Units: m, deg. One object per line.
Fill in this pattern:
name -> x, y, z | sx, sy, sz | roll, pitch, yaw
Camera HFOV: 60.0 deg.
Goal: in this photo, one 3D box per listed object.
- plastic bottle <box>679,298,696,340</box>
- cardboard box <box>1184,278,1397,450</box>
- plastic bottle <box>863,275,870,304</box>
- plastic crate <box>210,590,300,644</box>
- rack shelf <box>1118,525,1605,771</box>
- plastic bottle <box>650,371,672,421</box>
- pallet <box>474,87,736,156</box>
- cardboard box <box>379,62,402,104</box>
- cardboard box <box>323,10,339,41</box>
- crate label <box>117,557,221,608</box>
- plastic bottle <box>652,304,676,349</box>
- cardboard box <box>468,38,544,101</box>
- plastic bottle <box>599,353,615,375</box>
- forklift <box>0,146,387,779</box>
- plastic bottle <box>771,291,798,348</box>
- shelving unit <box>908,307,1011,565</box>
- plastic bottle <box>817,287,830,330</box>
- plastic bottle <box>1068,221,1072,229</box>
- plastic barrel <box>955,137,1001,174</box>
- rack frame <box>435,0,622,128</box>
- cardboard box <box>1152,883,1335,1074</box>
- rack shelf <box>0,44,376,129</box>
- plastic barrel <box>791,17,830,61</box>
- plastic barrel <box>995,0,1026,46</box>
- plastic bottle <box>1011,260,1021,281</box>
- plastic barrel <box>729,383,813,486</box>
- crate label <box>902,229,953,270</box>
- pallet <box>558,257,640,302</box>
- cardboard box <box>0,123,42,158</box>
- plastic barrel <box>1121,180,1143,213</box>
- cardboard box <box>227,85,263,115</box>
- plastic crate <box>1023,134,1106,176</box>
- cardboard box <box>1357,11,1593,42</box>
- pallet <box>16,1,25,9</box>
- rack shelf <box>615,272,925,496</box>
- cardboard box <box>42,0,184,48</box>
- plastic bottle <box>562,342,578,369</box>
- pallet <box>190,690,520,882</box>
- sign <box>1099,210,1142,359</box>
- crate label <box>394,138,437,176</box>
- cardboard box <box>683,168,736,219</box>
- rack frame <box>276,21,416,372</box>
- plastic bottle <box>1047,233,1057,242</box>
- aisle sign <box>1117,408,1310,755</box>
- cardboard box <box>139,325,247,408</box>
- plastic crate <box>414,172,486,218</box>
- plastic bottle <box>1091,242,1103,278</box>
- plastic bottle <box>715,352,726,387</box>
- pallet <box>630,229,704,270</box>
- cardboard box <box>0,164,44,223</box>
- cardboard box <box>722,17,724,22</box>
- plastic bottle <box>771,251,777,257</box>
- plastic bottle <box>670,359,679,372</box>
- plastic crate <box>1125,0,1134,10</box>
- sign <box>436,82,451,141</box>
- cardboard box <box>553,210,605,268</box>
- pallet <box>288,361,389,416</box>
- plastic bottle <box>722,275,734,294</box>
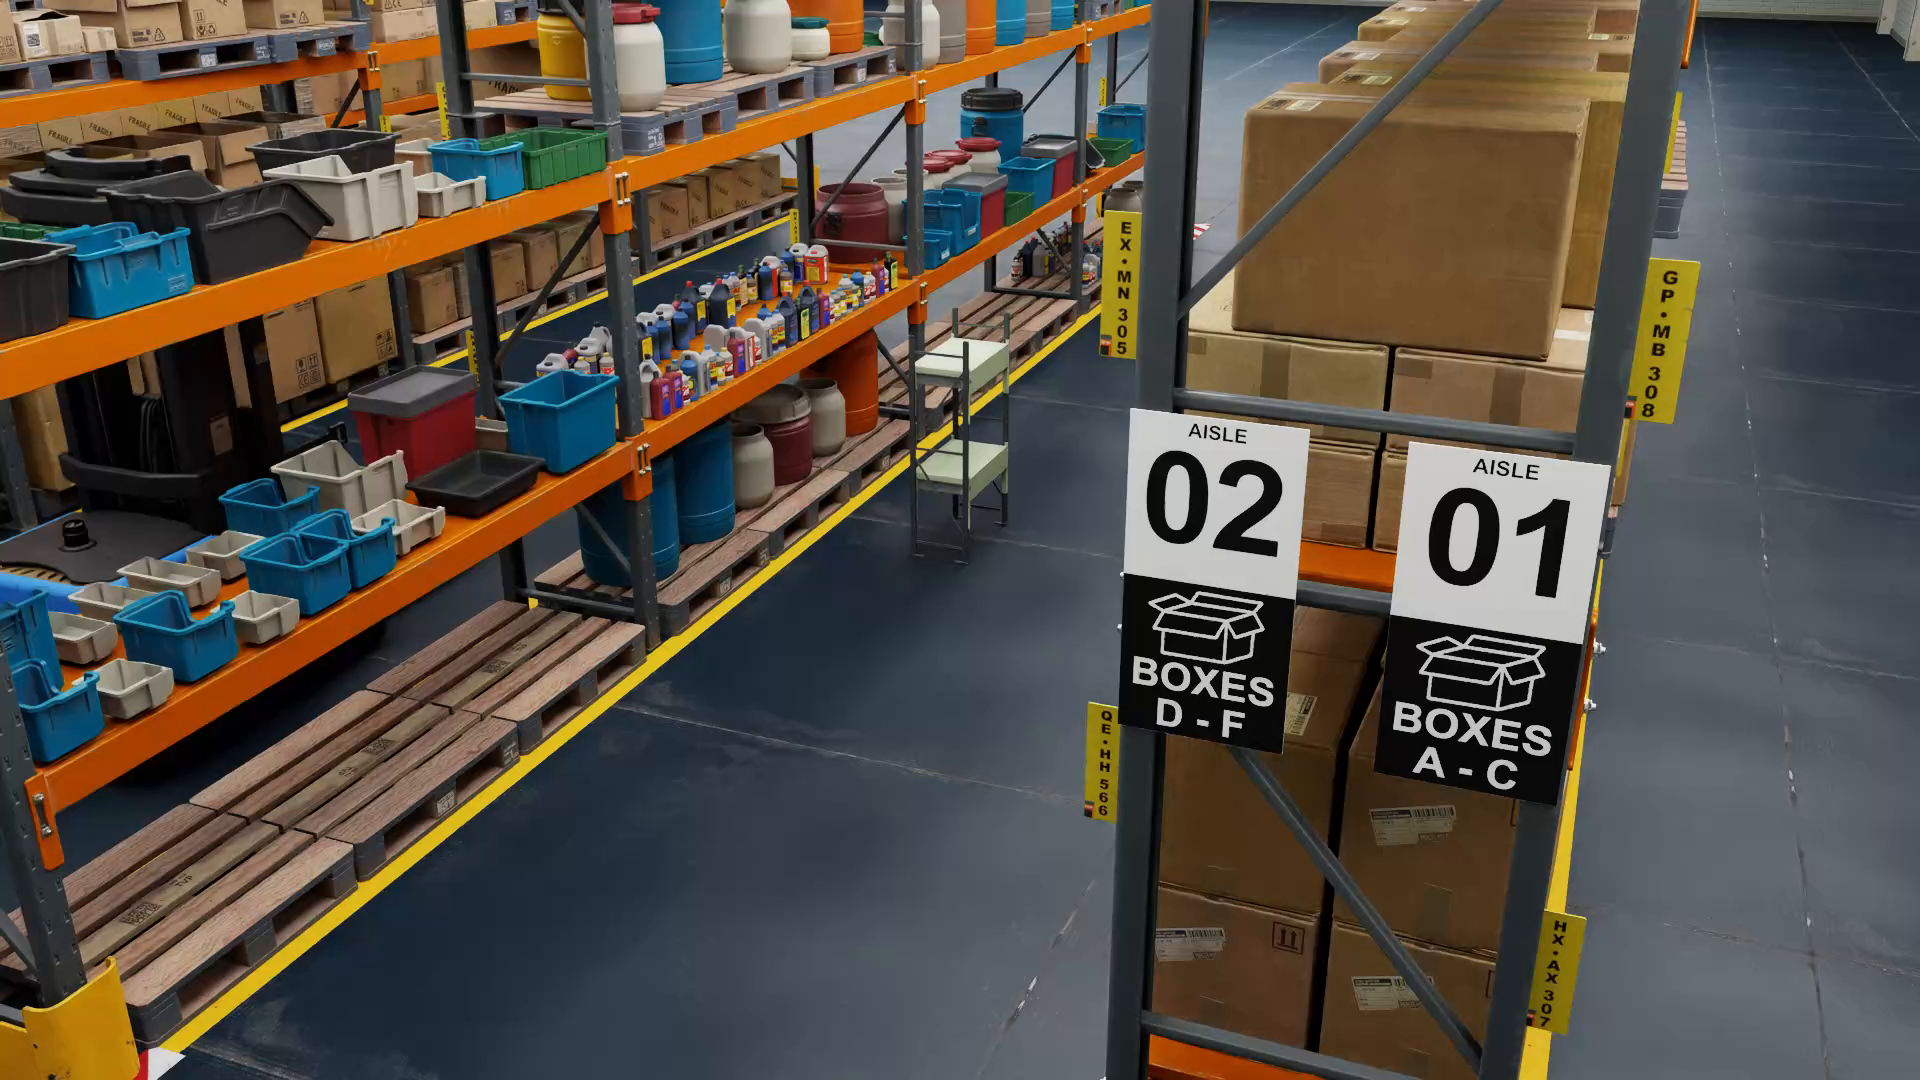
plastic bottle -> -1.815, -1.475, 11.057 | 0.097, 0.271, 0.097 | 0, 23, 0
cardboard box -> 0.822, -0.445, 4.077 | 0.500, 0.250, 0.500 | 9, 24, 20
plastic bottle -> -0.694, -1.798, 11.922 | 0.097, 0.201, 0.097 | 0, 23, 0
plastic crate -> -2.884, 0.318, 6.862 | 0.250, 0.136, 0.298 | 9, 24, 20
rack shelf -> 1.611, -0.447, 5.469 | 1.077, 0.370, 4.000 | 9, 24, 20
plastic bottle -> -1.711, -0.837, 9.513 | 0.061, 0.283, 0.133 | 9, 24, 20
pallet -> -2.043, -2.412, 9.486 | 1.213, 0.211, 1.003 | 9, 24, 20
cardboard box -> -7.715, -5.922, 21.342 | 0.875, 0.550, 0.500 | 9, 24, 20
cardboard box -> -5.408, -4.481, 14.390 | 0.500, 0.250, 0.500 | 9, 24, 20
crate label -> -3.393, 0.182, 7.186 | 0.396, 0.136, 0.243 | 9, 24, 20
plastic bottle -> -1.938, -1.393, 10.854 | 0.152, 0.276, 0.135 | 9, 24, 20
cardboard box -> -4.296, -4.599, 17.045 | 1.000, 1.000, 1.000 | 9, 24, 20
plastic bottle -> -2.139, -1.036, 10.096 | 0.097, 0.201, 0.097 | 0, 23, 0
forklift -> -4.028, -0.709, 9.144 | 1.130, 2.935, 3.031 | 8, 24, 18
plastic bottle -> -1.153, -1.450, 10.893 | 0.144, 0.351, 0.185 | 9, 24, 20
shelving unit -> 0.002, -0.694, 10.967 | 0.431, 1.500, 0.755 | 9, 24, 20
plastic bottle -> -0.937, -1.583, 11.300 | 0.061, 0.283, 0.133 | 9, 24, 20
plastic bottle -> 1.251, -3.455, 18.598 | 0.097, 0.271, 0.097 | 0, 23, 0
plastic barrel -> 0.169, -3.435, 15.406 | 0.433, 0.535, 0.433 | 0, 23, 0
rack frame -> -2.244, -3.589, 8.167 | 1.000, 3.000, 0.127 | 9, 24, 20
cardboard box -> 0.782, 1.076, 4.653 | 0.500, 0.500, 0.500 | 10, 25, 22
rack shelf -> -6.099, -3.298, 12.295 | 1.077, 0.370, 4.000 | 9, 24, 20
plastic barrel -> -1.020, -3.361, 11.149 | 0.301, 0.262, 0.301 | 0, 23, 0
plastic barrel -> 0.255, -4.618, 13.871 | 0.600, 0.901, 0.708 | 9, 24, 20
plastic bottle -> 0.573, -2.770, 17.049 | 0.097, 0.201, 0.097 | 0, 23, 0
plastic barrel -> -1.343, -0.752, 11.741 | 0.600, 0.588, 0.708 | 9, 24, 20
crate label -> -0.253, -2.272, 13.015 | 0.303, 0.233, 0.416 | 9, 24, 20
pallet -> -4.159, -2.827, 17.744 | 1.003, 0.211, 1.213 | 9, 24, 20
cardboard box -> -9.507, -3.876, 16.507 | 0.500, 0.500, 0.500 | 9, 24, 21
plastic barrel -> 2.040, -3.914, 19.412 | 0.421, 0.512, 0.421 | 0, 23, 0
cardboard box -> -8.384, -4.960, 19.103 | 0.500, 0.500, 0.500 | 9, 24, 20
plastic crate -> 1.040, -3.824, 16.594 | 0.767, 0.338, 0.504 | 9, 24, 20
cardboard box -> 1.711, -1.484, 5.592 | 0.700, 0.500, 0.500 | 9, 24, 20
pallet -> -9.322, -5.643, 17.221 | 1.003, 0.211, 1.213 | 10, 25, 22
rack shelf -> -1.501, -1.204, 11.175 | 1.077, 0.370, 4.000 | 9, 24, 20
cardboard box -> -6.096, -3.853, 12.011 | 0.797, 0.503, 0.637 | 8, 24, 19
plastic bottle -> -2.354, -1.043, 10.008 | 0.061, 0.283, 0.133 | 9, 24, 20
pallet -> -2.933, 1.173, 8.168 | 1.003, 0.211, 1.213 | 9, 24, 20
sign -> 0.360, -0.558, 3.654 | 0.100, 0.325, 0.005 | 9, 24, 20
crate label -> -2.694, -1.949, 8.475 | 0.293, 0.136, 0.466 | 9, 24, 20
cardboard box -> -3.073, -4.203, 20.119 | 0.500, 0.500, 0.500 | 11, 25, 25
rack frame -> -5.357, -2.961, 14.447 | 1.000, 3.000, 0.127 | 9, 24, 20
plastic bottle -> 0.955, -3.143, 17.846 | 0.152, 0.276, 0.135 | 9, 24, 21
aisle sign -> 0.558, 0.102, 3.741 | 0.394, 0.787, 0.004 | 9, 24, 20
cardboard box -> -6.292, -1.295, 12.670 | 1.225, 0.875, 0.875 | 8, 24, 18
plastic crate -> -2.363, -1.573, 7.576 | 0.293, 0.136, 0.466 | 9, 24, 20
plastic bottle -> 1.413, -2.894, 17.152 | 0.144, 0.351, 0.185 | 9, 24, 21
plastic bottle -> -1.478, -1.043, 10.114 | 0.097, 0.201, 0.097 | 0, 23, 0
pallet -> -3.654, -3.351, 18.999 | 1.003, 0.211, 1.213 | 9, 24, 20
cardboard box -> -6.613, -2.269, 11.358 | 0.797, 0.503, 0.637 | 8, 24, 19
cardboard box -> -2.728, -5.878, 19.618 | 0.500, 0.500, 0.500 | 9, 24, 20
plastic bottle -> -1.383, -1.979, 12.246 | 0.061, 0.283, 0.133 | 9, 24, 20
plastic bottle -> -1.705, -0.982, 9.968 | 0.097, 0.201, 0.097 | 0, 23, 0
plastic crate -> 1.567, -5.495, 16.898 | 0.336, 0.188, 0.450 | 9, 24, 20
sign -> -2.754, -2.288, 8.933 | 0.100, 0.325, 0.005 | 9, 24, 20
cardboard box -> -4.119, -3.226, 17.753 | 0.700, 0.500, 0.500 | 7, 24, 16
pallet -> -5.719, -1.403, 14.335 | 1.003, 0.211, 1.213 | 9, 24, 20
plastic bottle -> -1.631, -1.716, 11.633 | 0.097, 0.271, 0.097 | 0, 23, 0
